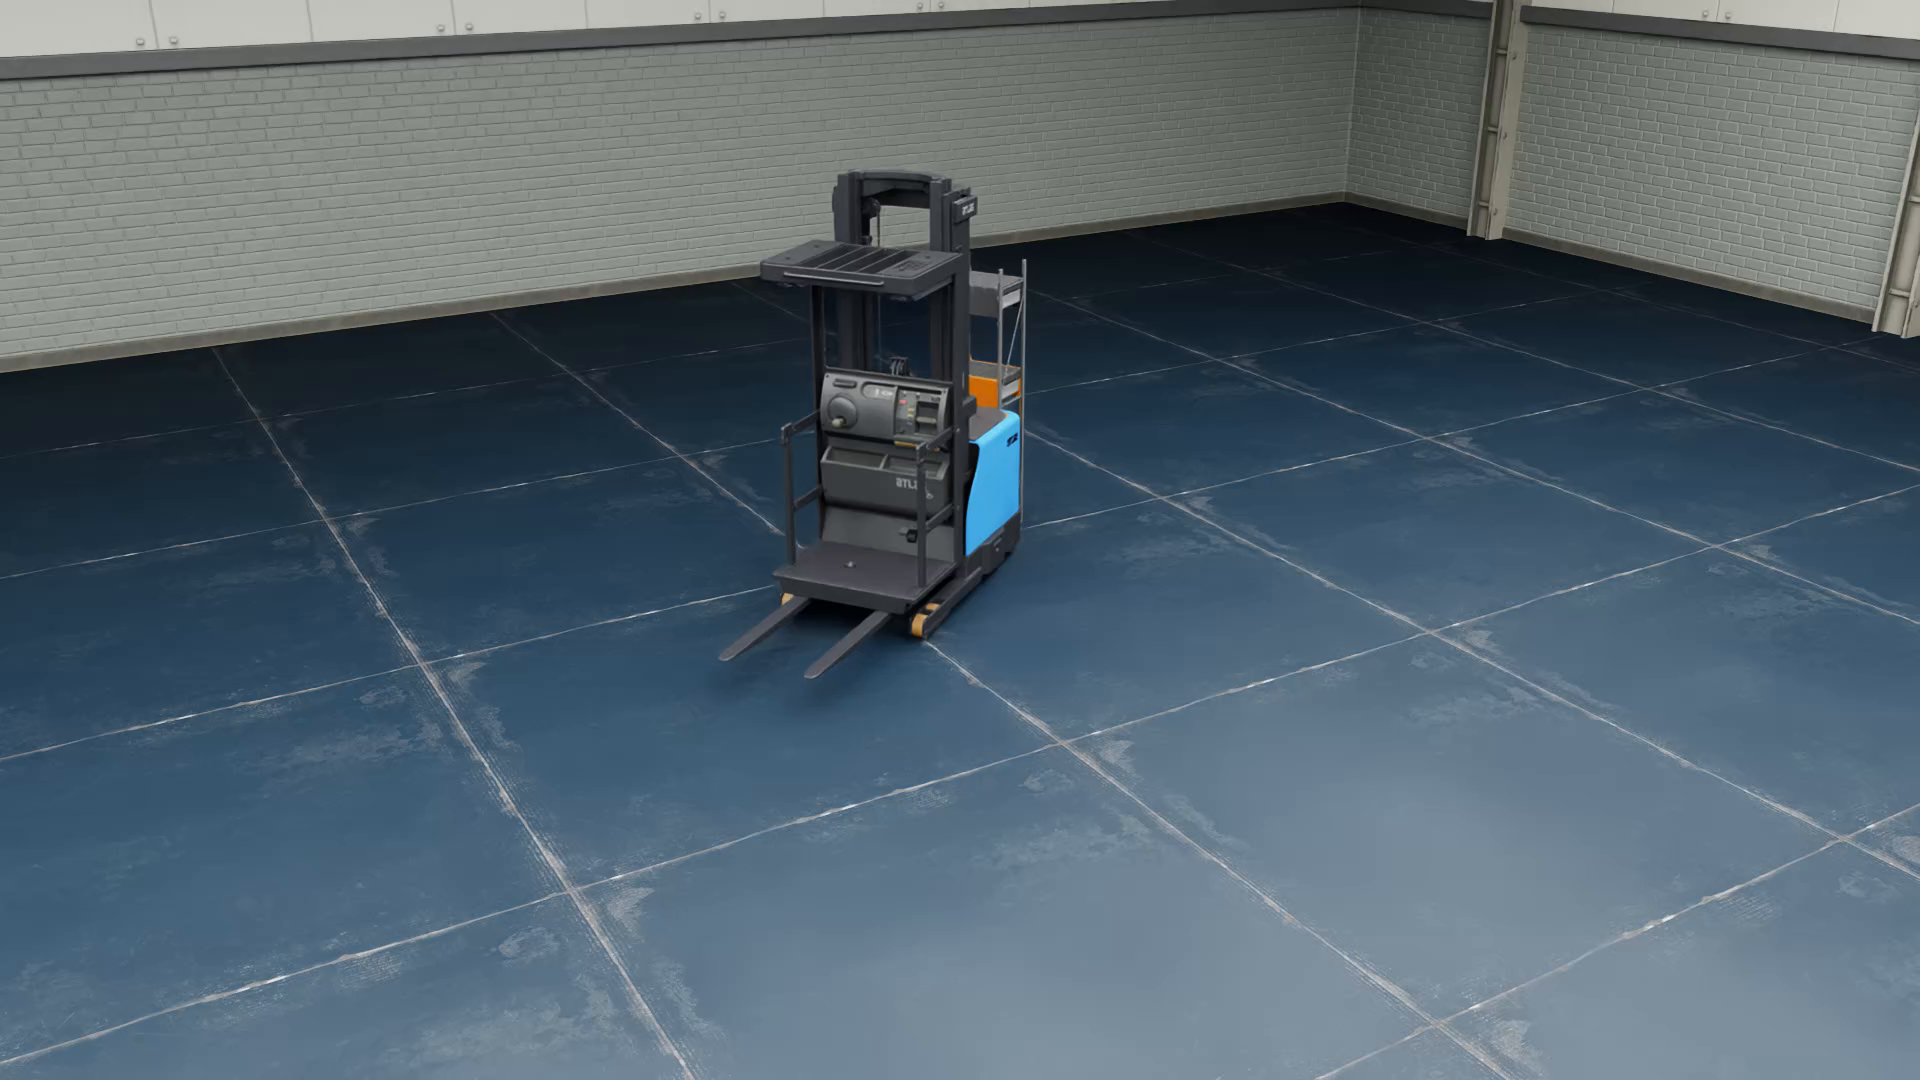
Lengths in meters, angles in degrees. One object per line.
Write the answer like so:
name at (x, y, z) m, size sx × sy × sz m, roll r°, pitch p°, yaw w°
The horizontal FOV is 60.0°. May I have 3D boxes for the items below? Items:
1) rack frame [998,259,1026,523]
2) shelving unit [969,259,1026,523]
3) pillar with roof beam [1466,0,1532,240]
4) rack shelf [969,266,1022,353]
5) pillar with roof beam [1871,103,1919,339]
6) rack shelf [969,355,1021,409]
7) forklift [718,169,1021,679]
rack frame at (0.388, -1.054, 12.616) m, size 0.015 × 2.100 × 0.400 m, roll 12°, pitch 25°, yaw 28°
shelving unit at (0.177, -1.100, 12.729) m, size 0.503 × 2.100 × 0.431 m, roll 12°, pitch 25°, yaw 28°
pillar with roof beam at (3.637, -7.586, 19.524) m, size 9.100 × 9.000 × 0.400 m, roll -13°, pitch 25°, yaw -28°
rack shelf at (0.177, -1.736, 12.471) m, size 0.480 × 0.518 × 0.431 m, roll 12°, pitch 25°, yaw 28°
pillar with roof beam at (6.701, -5.644, 14.746) m, size 9.100 × 9.000 × 0.400 m, roll -13°, pitch 25°, yaw -28°
rack shelf at (0.177, -1.087, 12.734) m, size 0.480 × 0.518 × 0.431 m, roll 12°, pitch 25°, yaw 28°
forklift at (-0.599, -0.879, 11.082) m, size 1.130 × 2.935 × 3.031 m, roll 9°, pitch 24°, yaw 22°
